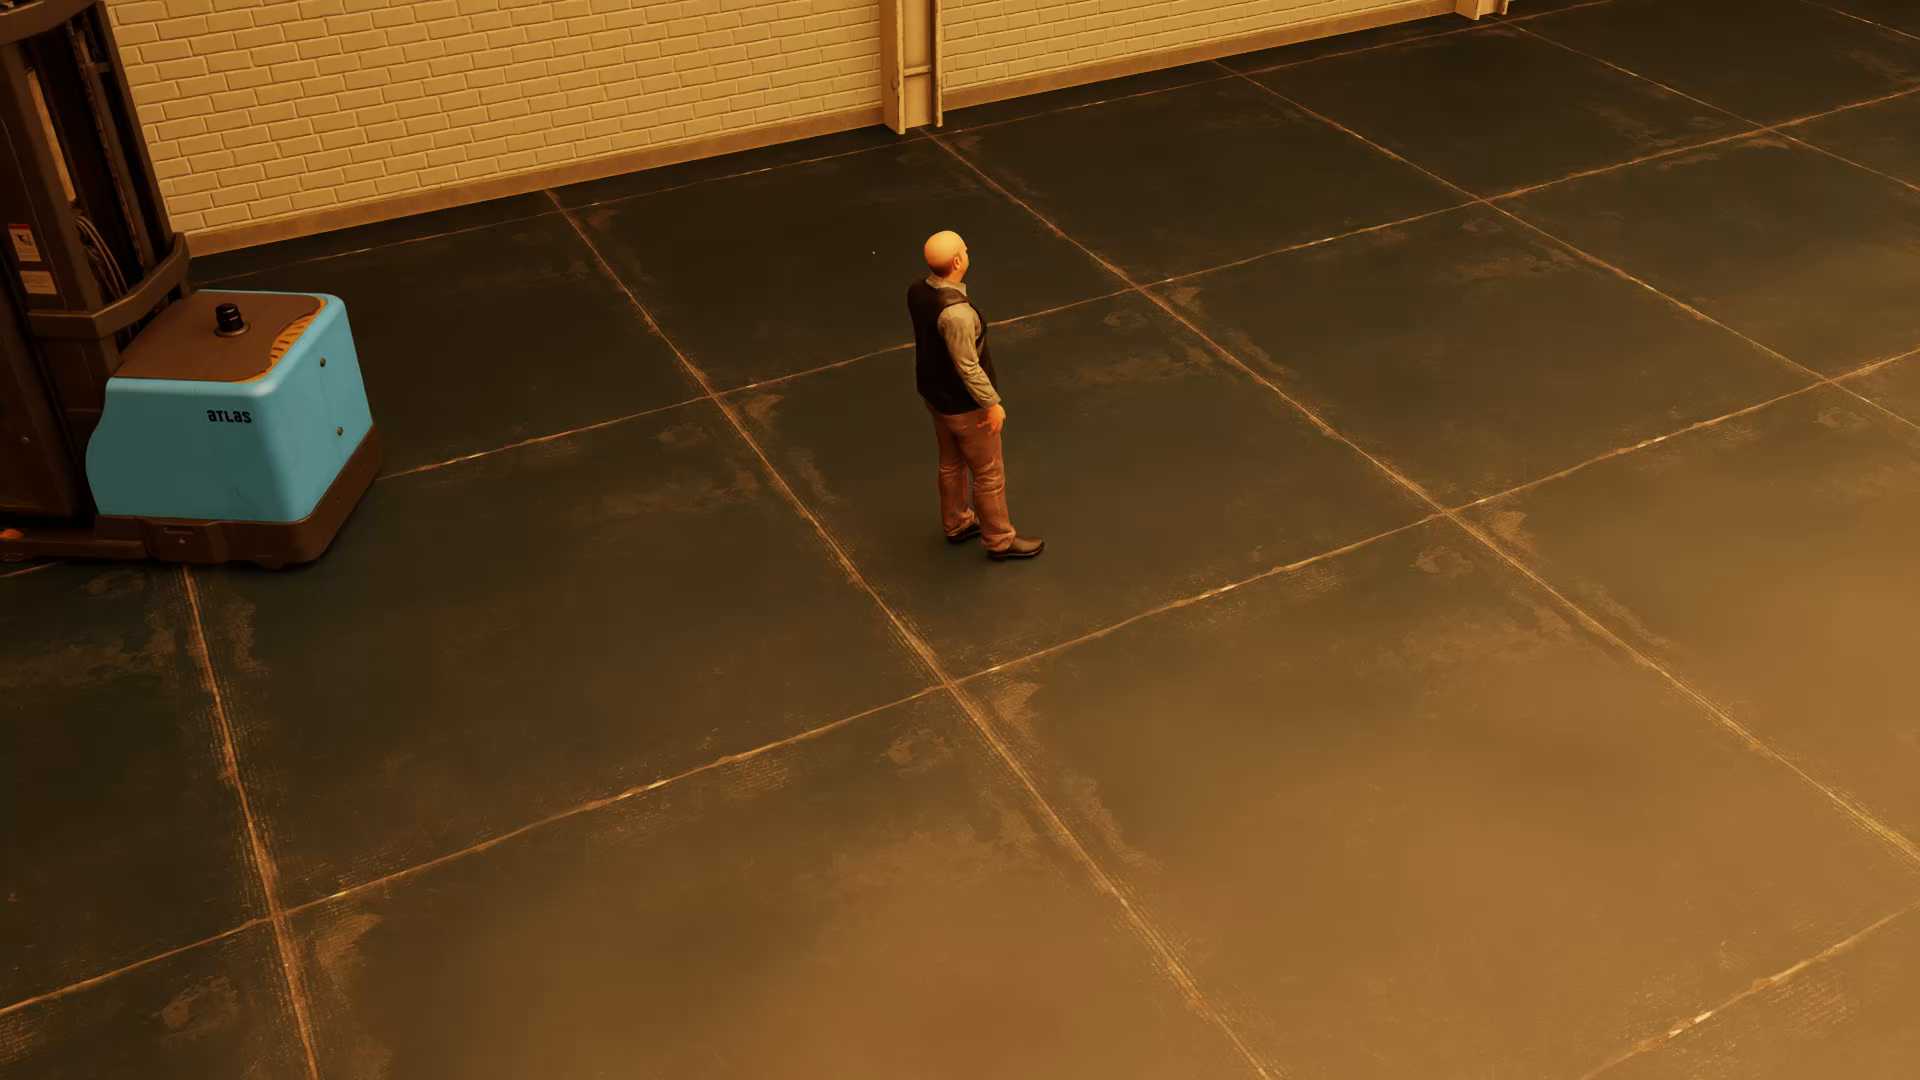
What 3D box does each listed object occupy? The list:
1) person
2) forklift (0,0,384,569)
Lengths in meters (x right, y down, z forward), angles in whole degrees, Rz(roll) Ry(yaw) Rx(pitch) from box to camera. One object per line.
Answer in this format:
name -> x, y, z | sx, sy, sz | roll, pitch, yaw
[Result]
person -> 0.059, -0.723, 8.180 | 0.566, 1.722, 0.634 | -17, 39, -23
forklift -> -4.710, -1.385, 8.083 | 3.031, 2.935, 1.130 | 3, 35, 4
